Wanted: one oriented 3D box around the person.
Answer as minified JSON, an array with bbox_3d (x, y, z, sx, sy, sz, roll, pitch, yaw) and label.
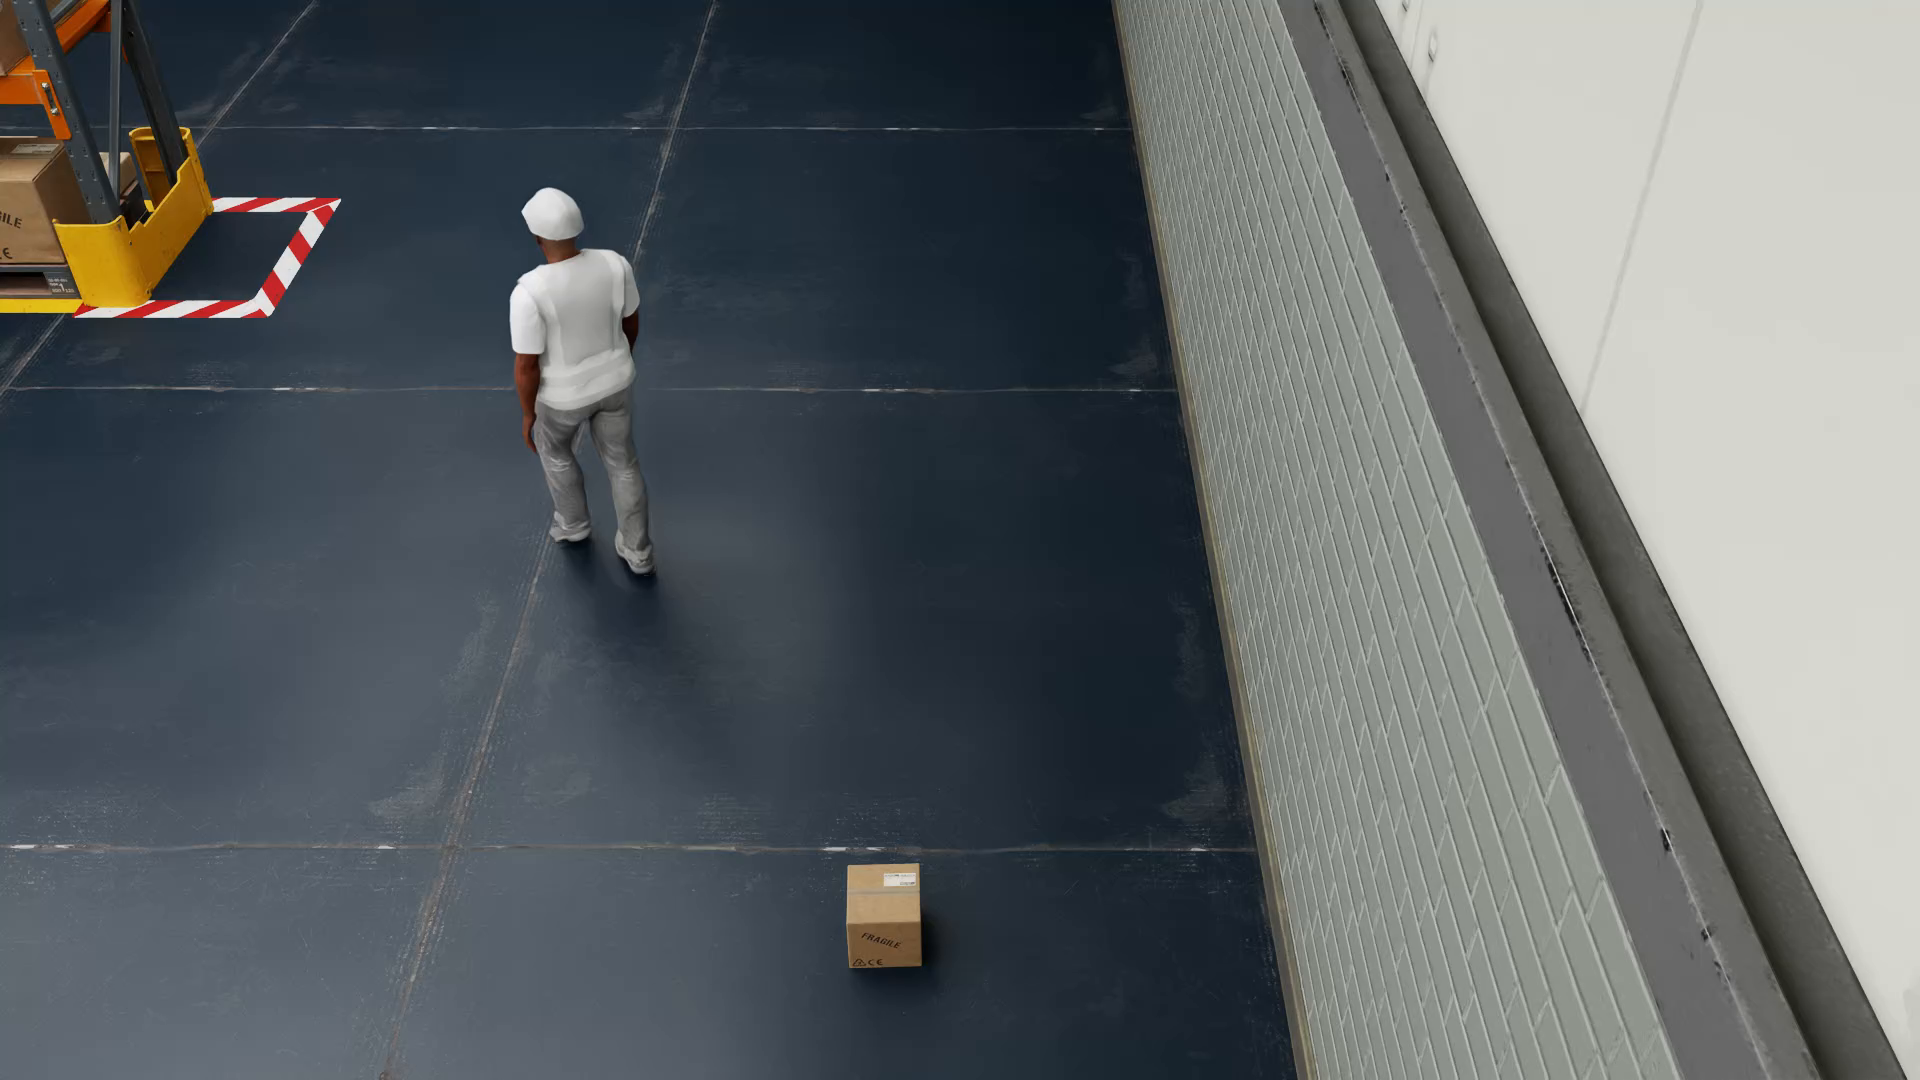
[{"bbox_3d":[-1.582,-0.628,6.928,0.620,1.826,0.651,-24,45,-27],"label":"person"}]
